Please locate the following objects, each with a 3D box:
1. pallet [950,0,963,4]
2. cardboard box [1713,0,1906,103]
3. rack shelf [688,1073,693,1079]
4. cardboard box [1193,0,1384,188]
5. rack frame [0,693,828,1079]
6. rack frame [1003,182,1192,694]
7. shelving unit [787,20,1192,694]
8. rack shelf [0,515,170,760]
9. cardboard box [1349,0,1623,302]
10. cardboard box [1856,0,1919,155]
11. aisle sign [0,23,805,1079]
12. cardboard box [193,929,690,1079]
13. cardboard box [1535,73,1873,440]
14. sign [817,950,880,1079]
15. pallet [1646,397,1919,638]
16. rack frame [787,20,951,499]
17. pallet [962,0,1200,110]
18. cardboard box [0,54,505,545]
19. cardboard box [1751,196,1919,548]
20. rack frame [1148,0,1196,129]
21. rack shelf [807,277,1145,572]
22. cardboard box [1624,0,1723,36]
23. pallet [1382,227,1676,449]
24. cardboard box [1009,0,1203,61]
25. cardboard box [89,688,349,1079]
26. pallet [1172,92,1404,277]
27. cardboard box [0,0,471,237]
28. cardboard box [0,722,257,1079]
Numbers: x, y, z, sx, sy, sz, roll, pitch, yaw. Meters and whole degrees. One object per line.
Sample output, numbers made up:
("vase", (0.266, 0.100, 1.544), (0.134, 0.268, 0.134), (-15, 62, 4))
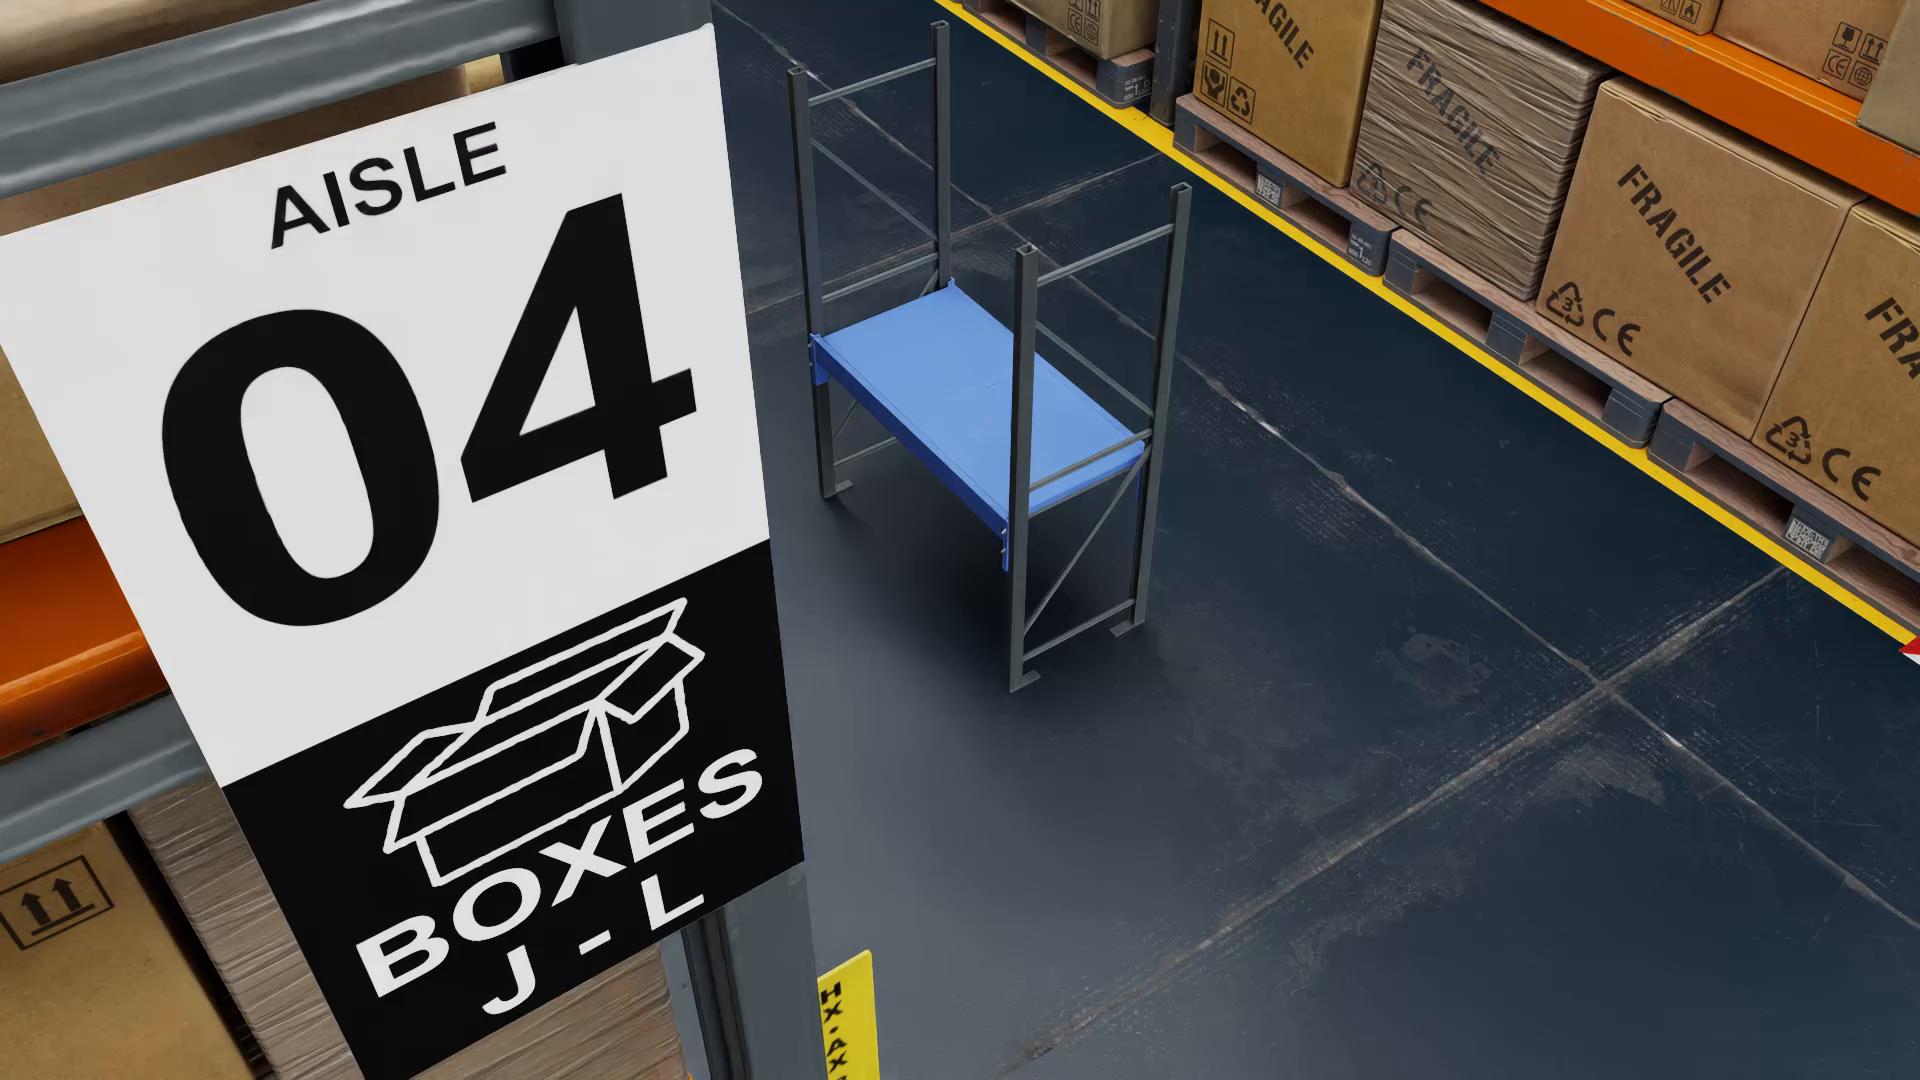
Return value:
("pallet", (0.051, -3.159, 8.406), (1.003, 0.211, 1.213), (-26, 49, -24))
("cardboard box", (2.745, -1.719, 4.770), (0.875, 0.550, 0.550), (-26, 49, -24))
("rack shelf", (-1.725, 0.226, 3.362), (1.077, 0.370, 4.000), (-26, 49, -24))
("cardboard box", (1.559, -2.068, 6.479), (0.875, 0.875, 0.875), (-25, 49, -24))
("rack frame", (-0.581, 1.099, 1.927), (1.000, 3.000, 0.127), (-26, 49, -24))
("rack frame", (0.340, -0.206, 4.380), (0.500, 1.500, 0.032), (-26, 49, -24))
("shelving unit", (0.049, -0.494, 4.682), (0.538, 1.500, 1.048), (-26, 49, -24))
("rack shelf", (-1.725, -0.859, 2.326), (1.077, 0.370, 4.000), (-26, 49, -24))
("cardboard box", (2.078, -1.559, 5.946), (0.875, 0.875, 0.875), (-25, 49, -24))
("cardboard box", (2.963, -1.353, 4.386), (0.875, 0.550, 0.550), (-26, 49, -24))
("aisle sign", (-0.300, 0.075, 1.116), (0.394, 0.787, 0.004), (-26, 49, -24))
("cardboard box", (-0.873, 0.633, 2.127), (0.875, 0.500, 0.500), (-26, 49, -24))
("cardboard box", (2.598, -1.042, 5.404), (0.875, 0.875, 0.875), (-26, 50, -25))
("sign", (-0.136, 0.571, 1.852), (0.100, 0.325, 0.005), (-26, 49, -24))
("pallet", (3.023, -0.217, 5.324), (1.003, 0.211, 1.213), (-26, 49, -24))
("rack frame", (-0.242, -0.782, 4.983), (0.500, 1.500, 0.032), (-26, 49, -24))
("pallet", (0.753, -2.467, 7.682), (1.003, 0.211, 1.213), (-26, 49, -24))
("cardboard box", (-0.645, -0.307, 1.335), (0.500, 0.250, 0.500), (-24, 49, -23))
("cardboard box", (3.103, -0.545, 4.883), (0.875, 0.875, 0.875), (-25, 49, -24))
("rack frame", (1.256, -3.069, 6.292), (1.000, 3.000, 0.127), (-26, 49, -24))
("rack shelf", (0.049, -0.364, 4.806), (0.538, 0.185, 1.000), (-26, 49, -24))
("cardboard box", (2.408, -2.003, 5.067), (0.875, 0.550, 0.500), (-26, 49, -24))
("pallet", (2.329, -0.907, 6.047), (1.003, 0.211, 1.213), (-26, 49, -24))
("cardboard box", (0.828, -2.723, 7.255), (1.050, 0.750, 0.750), (-26, 49, -25))
("cardboard box", (-0.672, 0.174, 1.883), (0.500, 0.500, 0.500), (-26, 49, -24))
("pallet", (1.627, -1.598, 6.772), (1.003, 0.211, 1.213), (-26, 49, -24))
("cardboard box", (-0.549, -0.323, 1.064), (0.380, 0.149, 0.250), (-26, 49, -25))
("cardboard box", (-1.099, 0.380, 1.668), (0.500, 0.500, 0.500), (-26, 49, -24))
